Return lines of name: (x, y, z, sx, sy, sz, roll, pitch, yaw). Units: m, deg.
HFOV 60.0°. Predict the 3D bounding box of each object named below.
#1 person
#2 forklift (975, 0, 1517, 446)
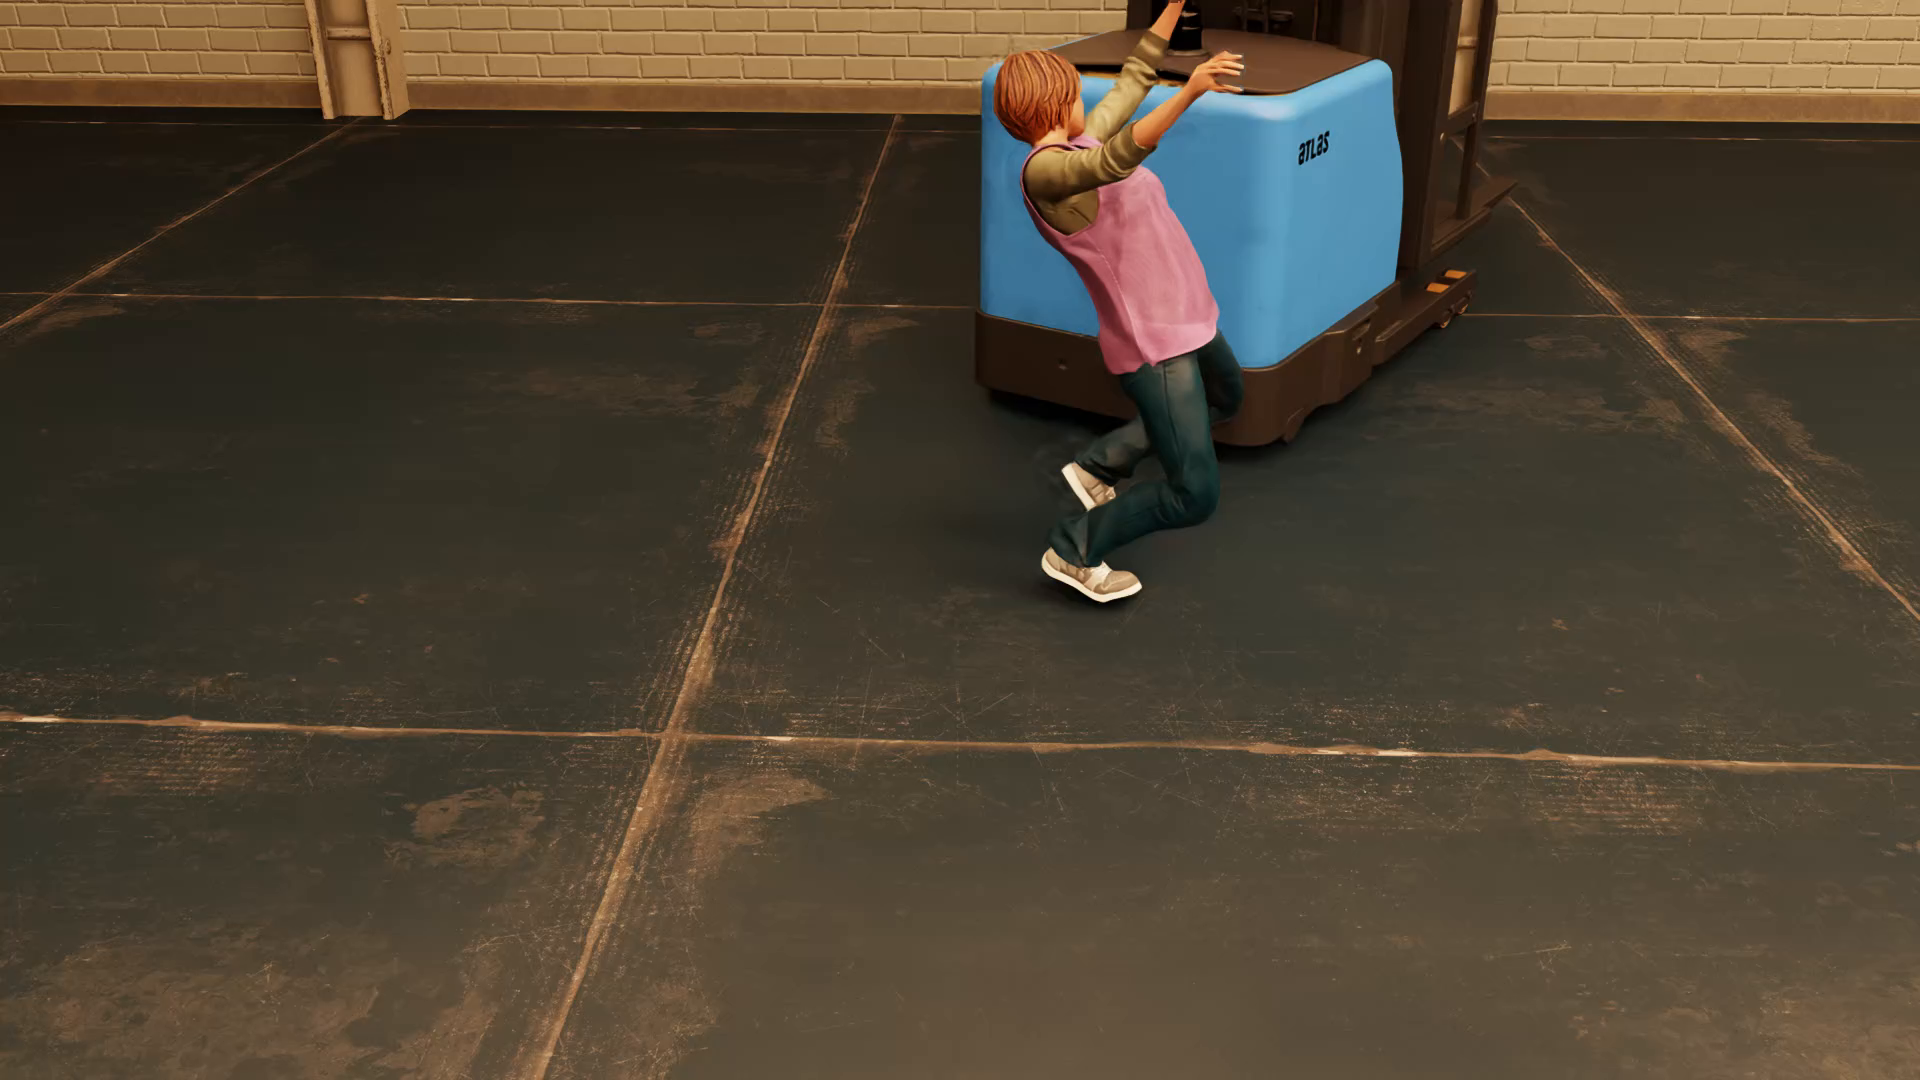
person: (0.370, -0.569, 3.948, 0.631, 1.506, 0.843, 5, 27, 10)
forklift: (1.283, -2.194, 5.656, 1.130, 2.935, 3.031, 16, 31, 30)
